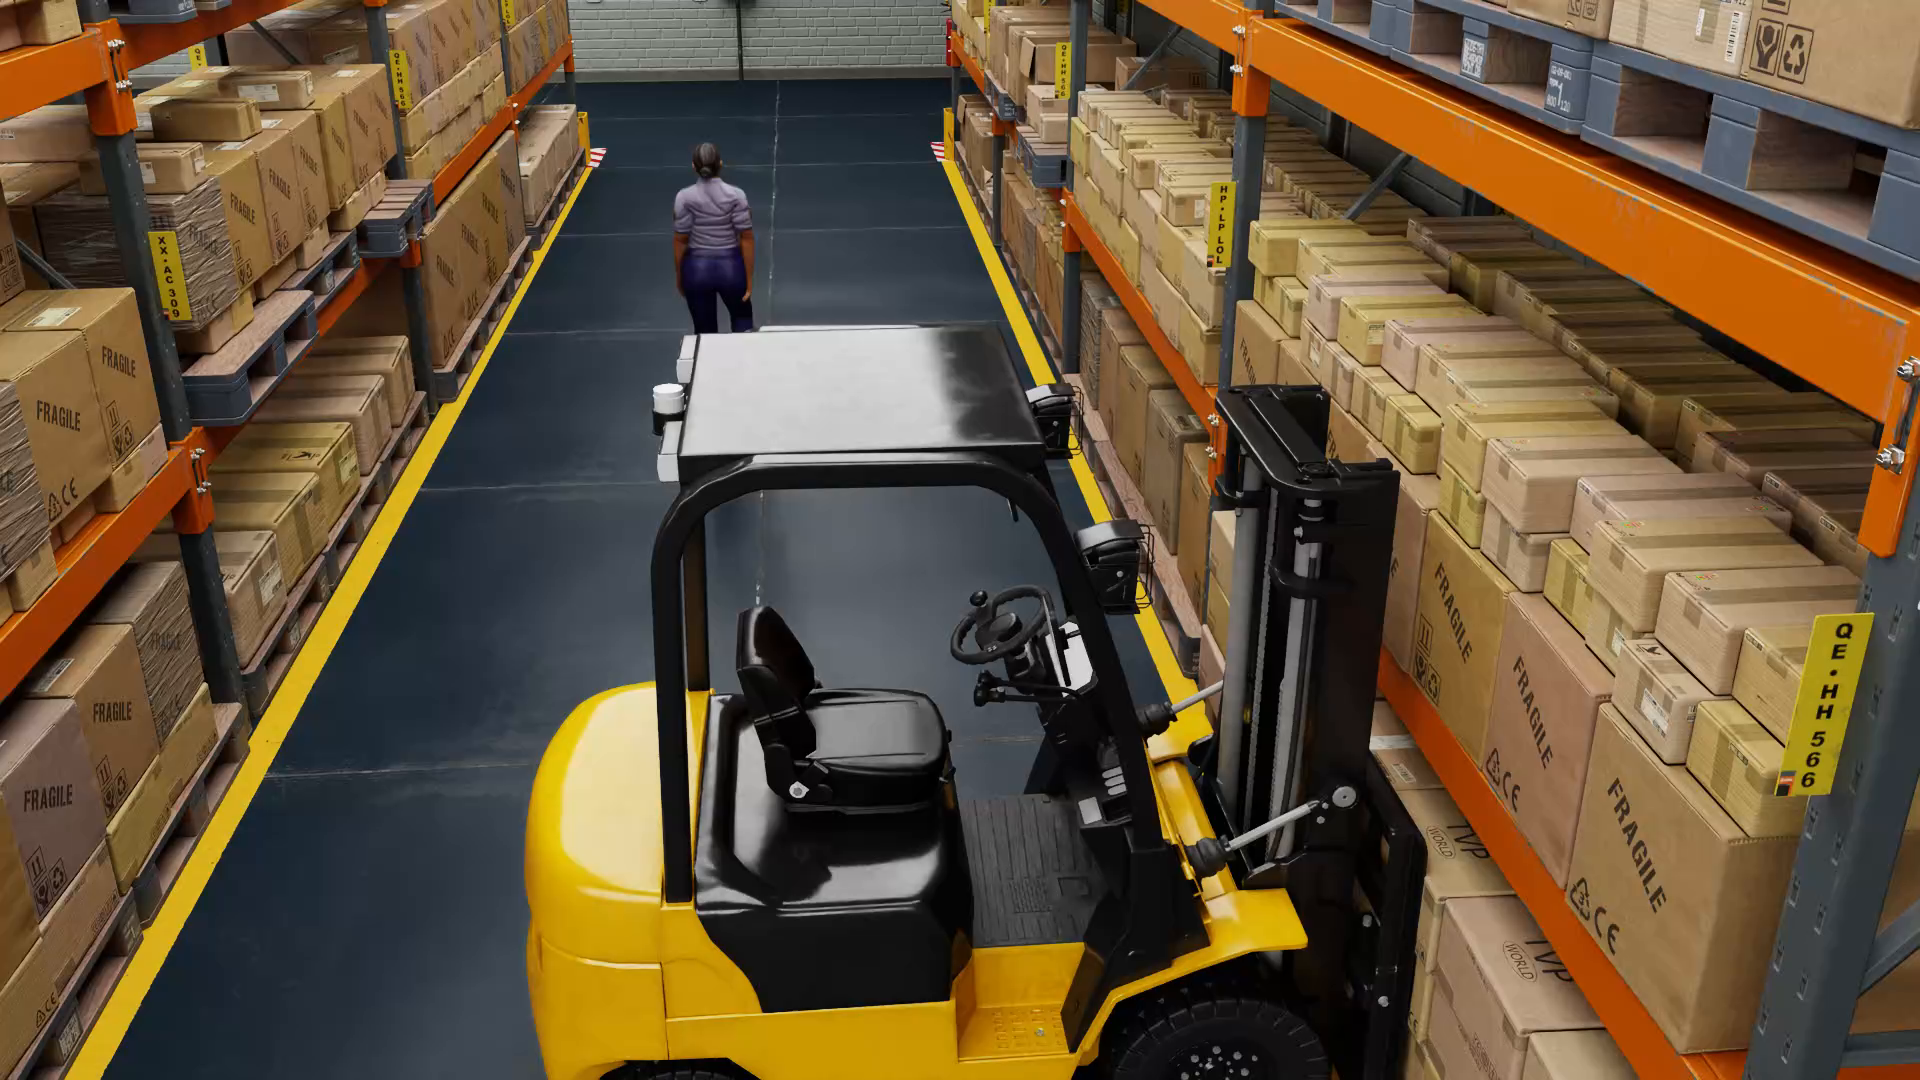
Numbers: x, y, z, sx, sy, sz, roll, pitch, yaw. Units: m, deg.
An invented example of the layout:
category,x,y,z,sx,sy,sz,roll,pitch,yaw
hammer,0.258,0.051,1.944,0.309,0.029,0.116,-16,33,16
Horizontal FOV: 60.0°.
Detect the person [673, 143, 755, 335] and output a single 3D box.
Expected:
category,x,y,z,sx,sy,sz,roll,pitch,yaw
person,-1.511,-1.626,10.262,0.485,1.664,0.441,-5,24,-11
